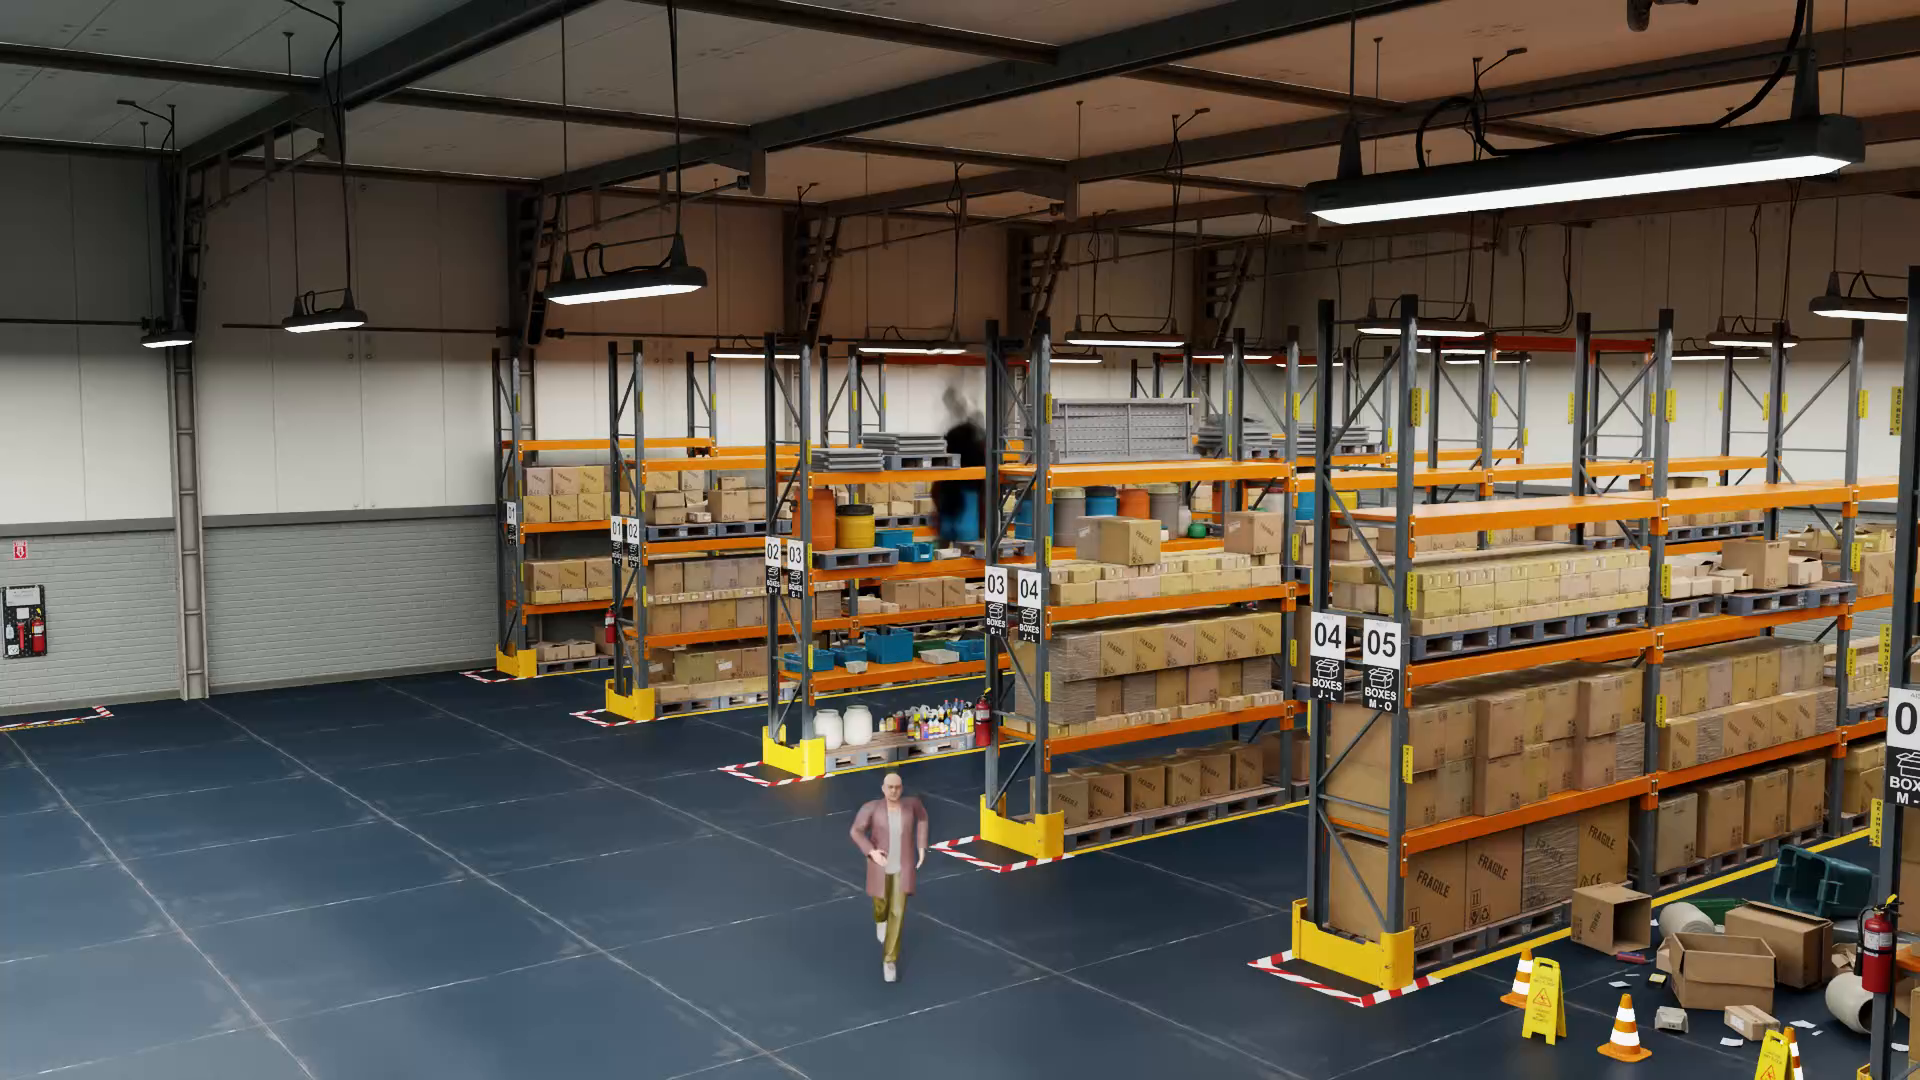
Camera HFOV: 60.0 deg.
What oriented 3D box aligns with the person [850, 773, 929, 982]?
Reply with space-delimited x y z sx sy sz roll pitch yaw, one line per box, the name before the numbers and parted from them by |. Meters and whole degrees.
person | -0.631 2.967 15.054 0.734 1.772 1.060 -1 5 -8
